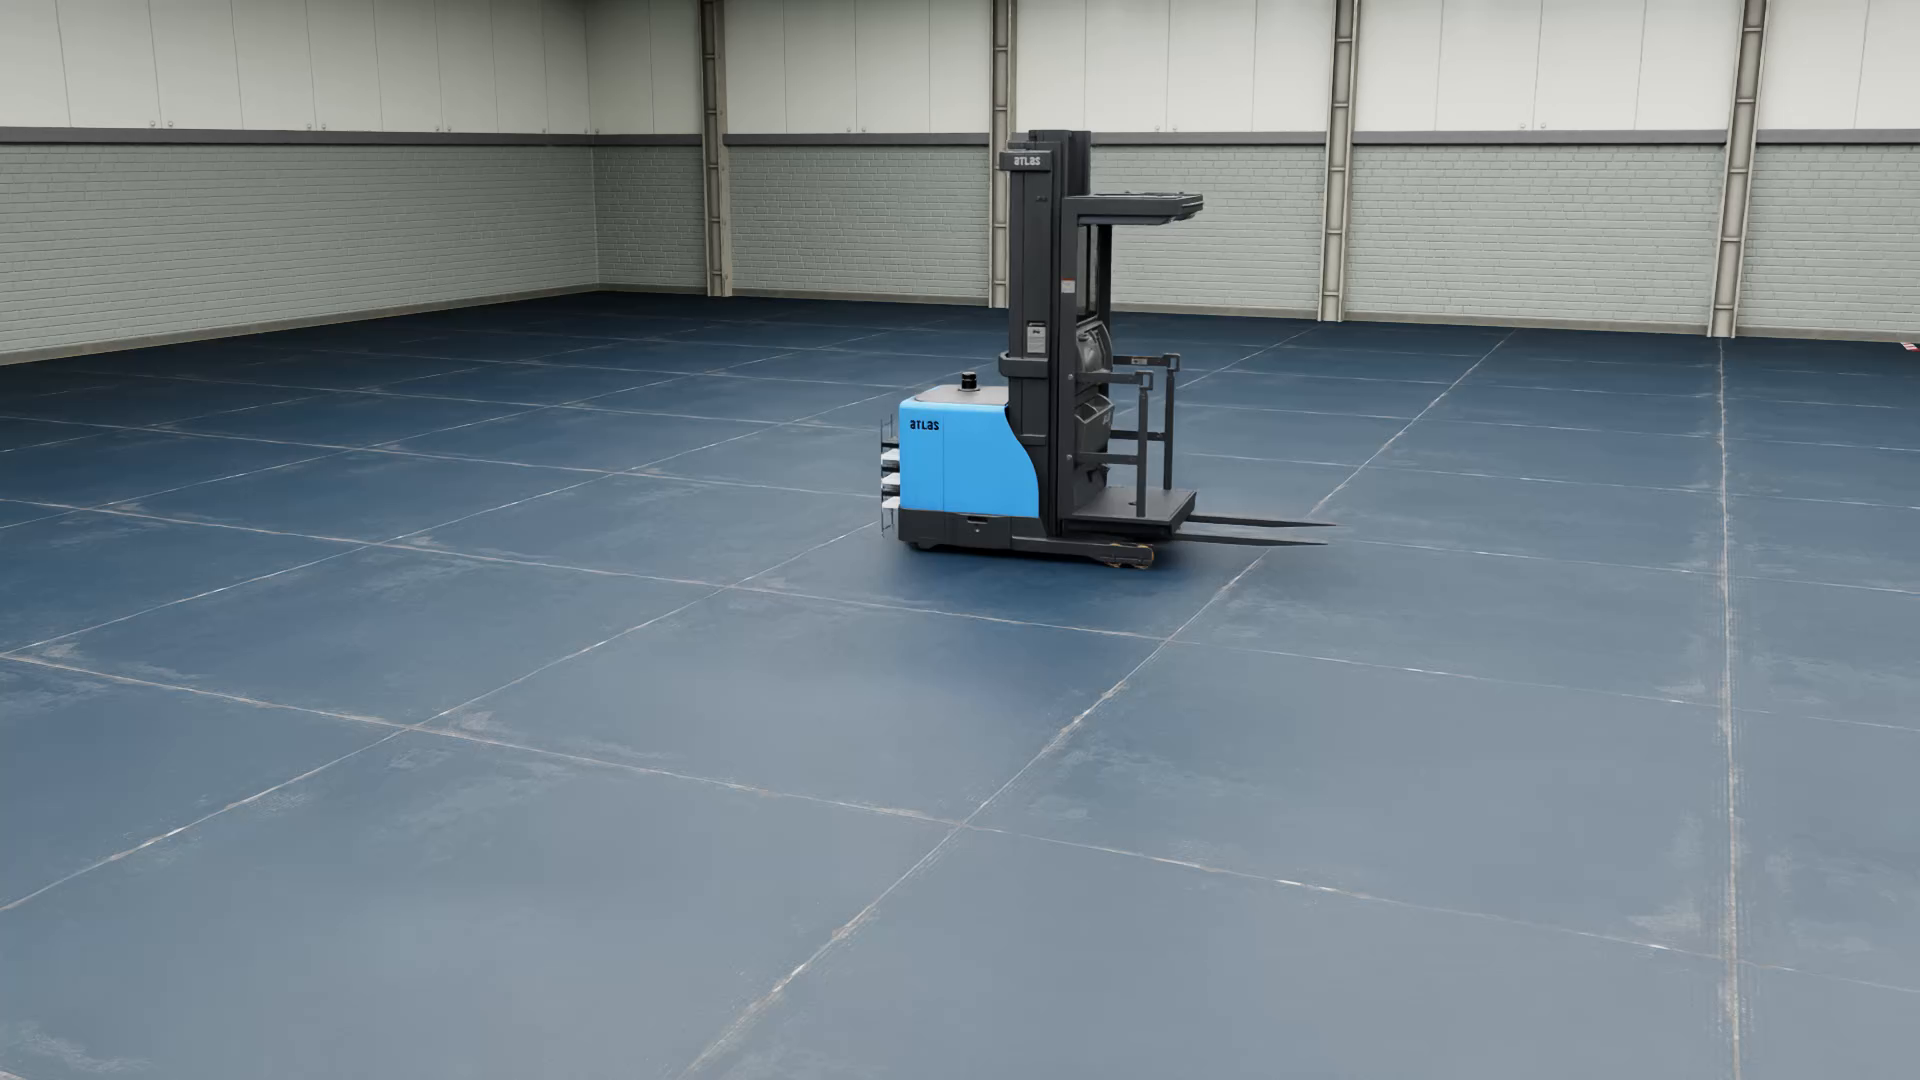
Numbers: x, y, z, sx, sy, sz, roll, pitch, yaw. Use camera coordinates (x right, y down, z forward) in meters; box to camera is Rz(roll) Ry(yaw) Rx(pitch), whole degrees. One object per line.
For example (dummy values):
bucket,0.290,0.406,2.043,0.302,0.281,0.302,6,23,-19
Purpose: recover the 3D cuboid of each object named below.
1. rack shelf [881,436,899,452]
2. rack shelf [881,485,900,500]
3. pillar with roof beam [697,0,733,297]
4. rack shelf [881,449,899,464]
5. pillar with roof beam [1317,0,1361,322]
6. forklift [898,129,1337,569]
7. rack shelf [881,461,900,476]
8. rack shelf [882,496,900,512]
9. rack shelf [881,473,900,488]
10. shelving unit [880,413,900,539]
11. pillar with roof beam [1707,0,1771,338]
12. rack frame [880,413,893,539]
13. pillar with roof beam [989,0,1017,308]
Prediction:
rack shelf,-0.444,-0.699,12.226,0.200,0.077,0.258,4,14,17
rack shelf,-0.444,-0.348,12.308,0.200,0.077,0.258,4,14,17
pillar with roof beam,-6.466,-8.290,27.886,0.400,9.000,9.100,6,14,23
rack shelf,-0.444,-0.611,12.247,0.200,0.077,0.258,4,14,17
pillar with roof beam,4.506,-7.180,23.154,0.400,9.000,9.100,6,14,23
forklift,1.129,-1.362,11.642,3.031,2.935,1.130,4,14,17
rack shelf,-0.444,-0.523,12.267,0.200,0.077,0.258,4,14,17
rack shelf,-0.444,-0.260,12.329,0.200,0.077,0.258,4,14,17
rack shelf,-0.444,-0.436,12.288,0.200,0.077,0.258,4,14,17
shelving unit,-0.444,-0.468,12.280,0.210,0.900,0.258,4,14,17
pillar with roof beam,9.992,-6.625,20.788,0.400,9.000,9.100,6,14,23
rack frame,-0.541,-0.475,12.310,0.006,0.900,0.240,4,14,17
pillar with roof beam,-0.980,-7.735,25.520,0.400,9.000,9.100,6,14,23
